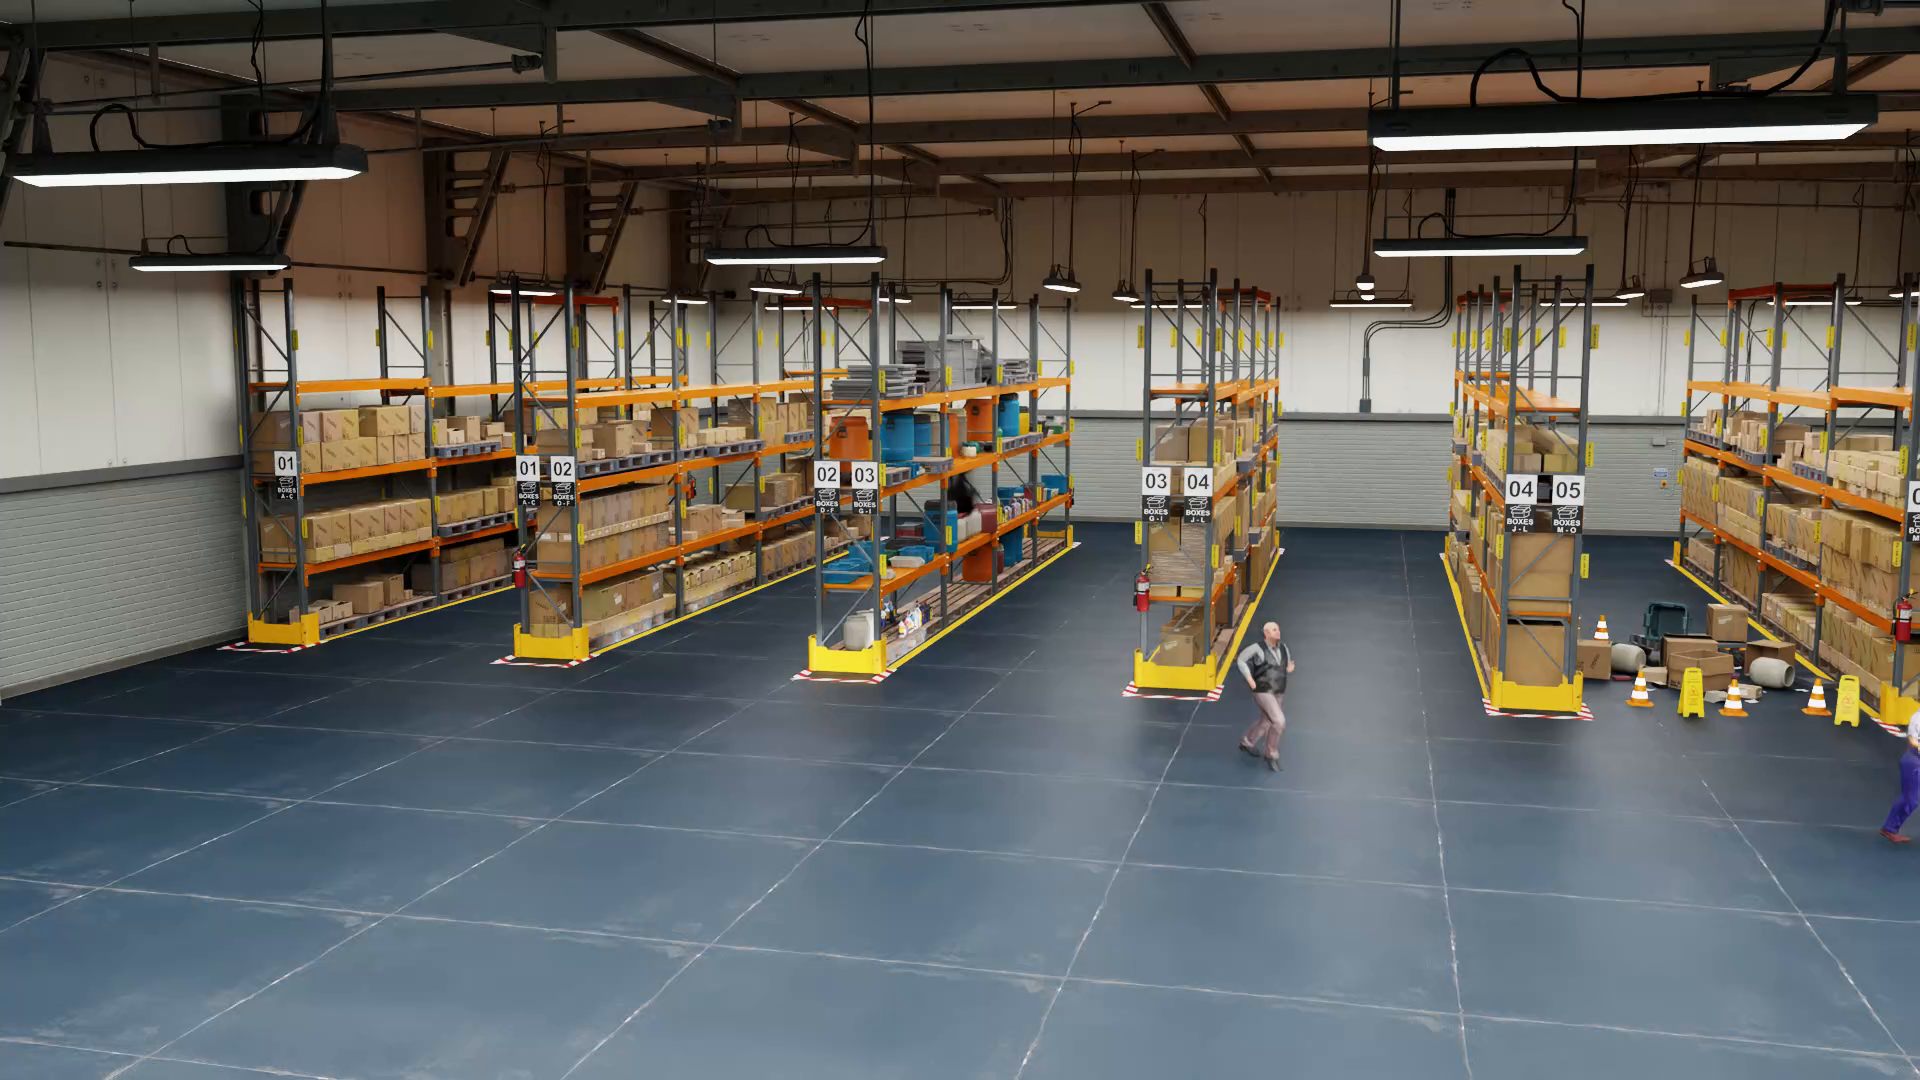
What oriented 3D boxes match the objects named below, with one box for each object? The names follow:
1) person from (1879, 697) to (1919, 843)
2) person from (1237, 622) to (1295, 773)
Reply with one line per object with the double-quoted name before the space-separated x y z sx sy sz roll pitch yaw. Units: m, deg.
"person" 9.445 2.258 16.295 0.595 1.703 0.733 -4 8 -29
"person" 3.603 1.828 19.588 0.635 1.770 0.795 -5 9 -39
